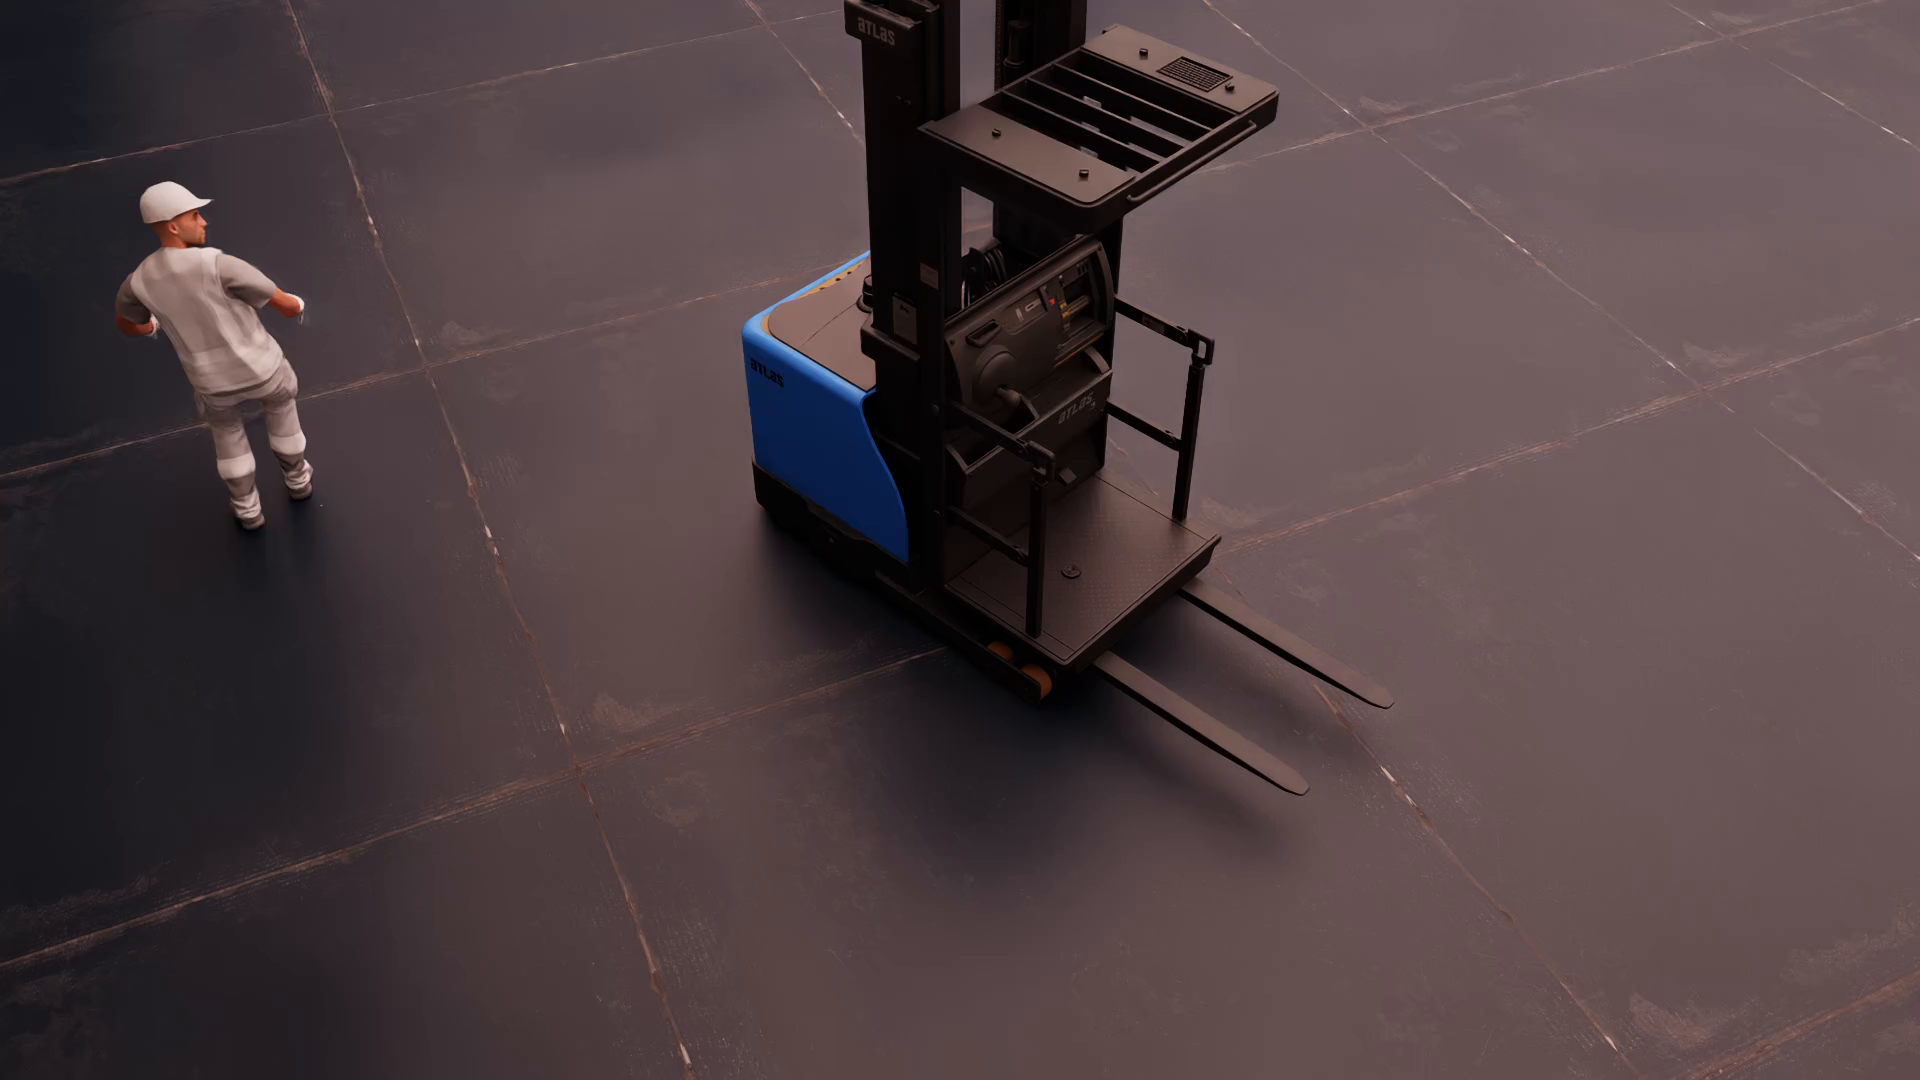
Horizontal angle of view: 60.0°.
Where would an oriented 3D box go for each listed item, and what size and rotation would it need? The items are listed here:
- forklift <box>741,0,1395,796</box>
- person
[{"bbox_3d":[0.445,-0.788,6.525,3.031,2.935,1.130,32,52,30],"label":"forklift"},{"bbox_3d":[-3.301,-0.834,7.490,0.777,1.730,0.608,-9,44,-9],"label":"person"}]
